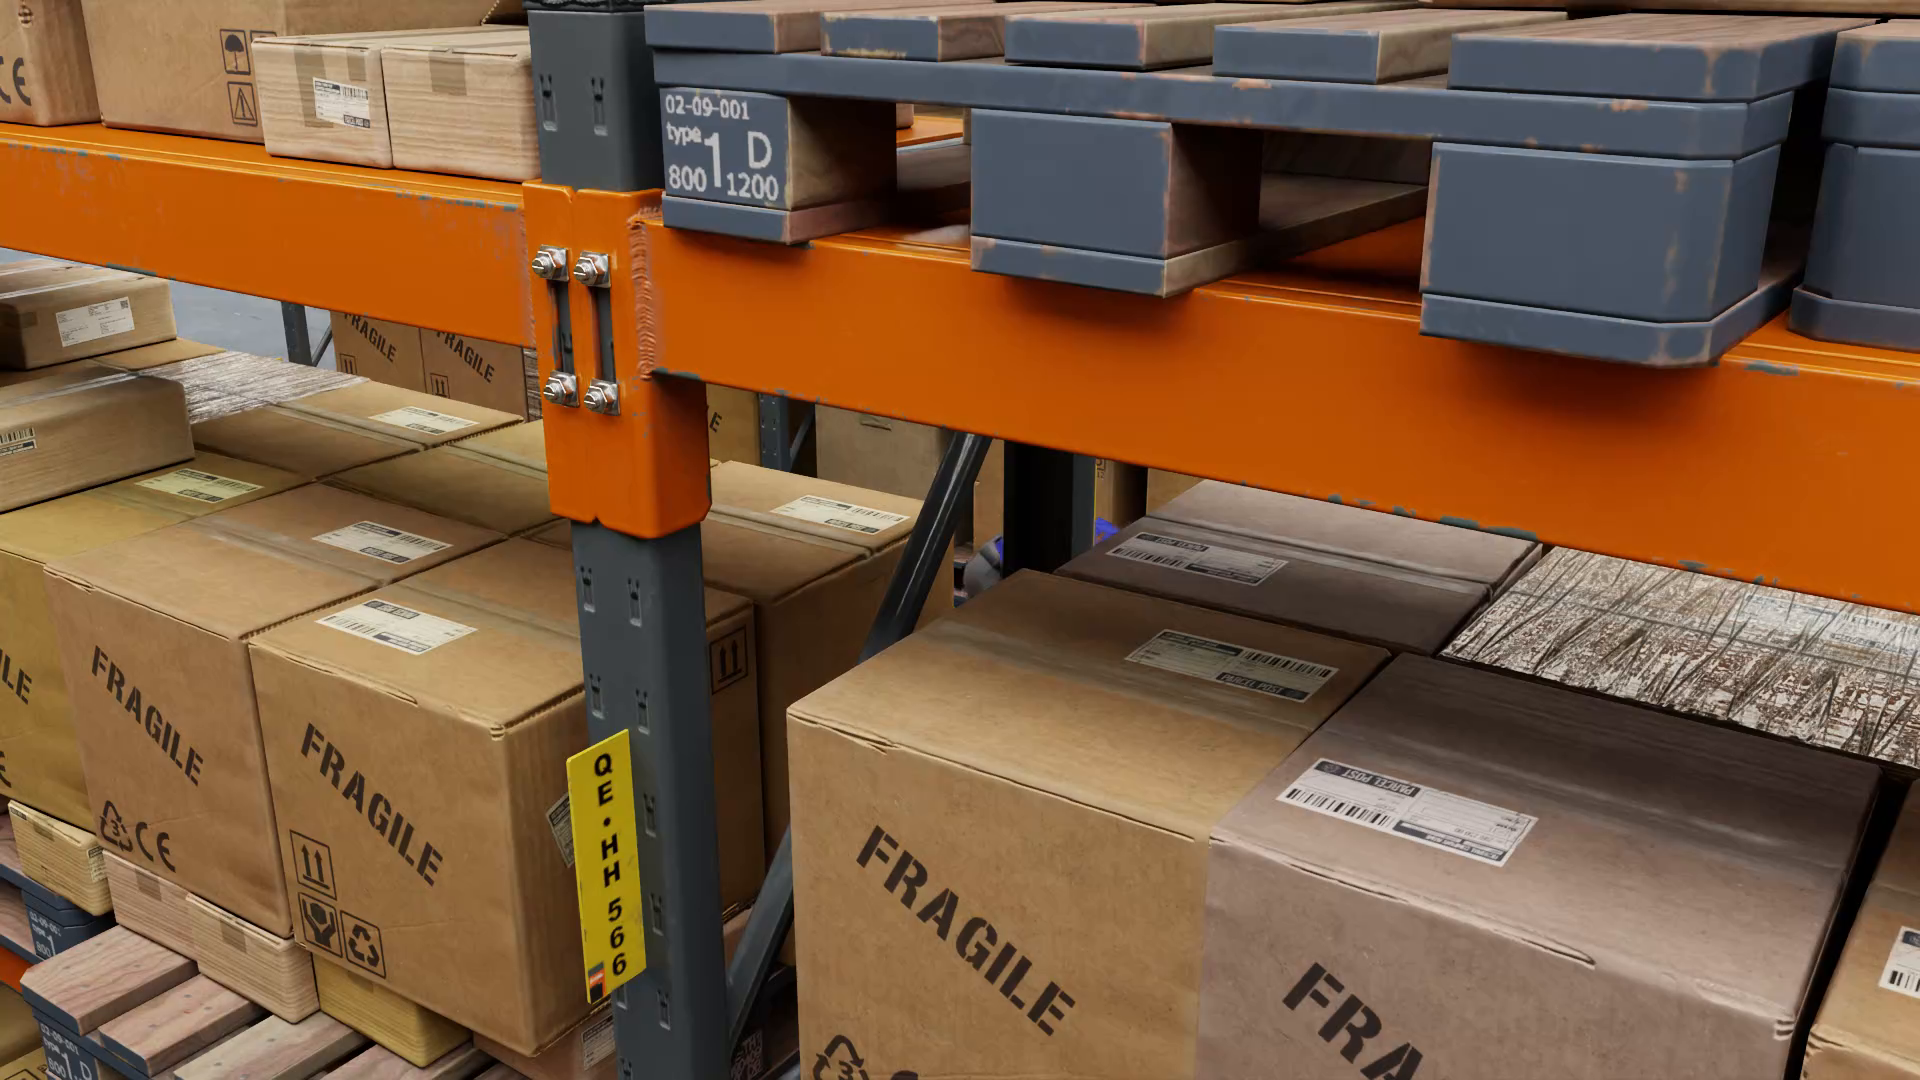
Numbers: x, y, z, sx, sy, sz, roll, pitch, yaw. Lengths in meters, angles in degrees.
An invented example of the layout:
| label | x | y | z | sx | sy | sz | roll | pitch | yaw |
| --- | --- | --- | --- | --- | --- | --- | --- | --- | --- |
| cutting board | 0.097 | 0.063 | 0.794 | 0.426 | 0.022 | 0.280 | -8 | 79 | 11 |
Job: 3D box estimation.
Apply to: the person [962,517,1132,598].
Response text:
| label | x | y | z | sx | sy | sz | roll | pitch | yaw |
| --- | --- | --- | --- | --- | --- | --- | --- | --- | --- |
| person | 0.432 | 0.362 | 6.560 | 0.862 | 0.996 | 0.465 | 12 | 23 | 29 |
